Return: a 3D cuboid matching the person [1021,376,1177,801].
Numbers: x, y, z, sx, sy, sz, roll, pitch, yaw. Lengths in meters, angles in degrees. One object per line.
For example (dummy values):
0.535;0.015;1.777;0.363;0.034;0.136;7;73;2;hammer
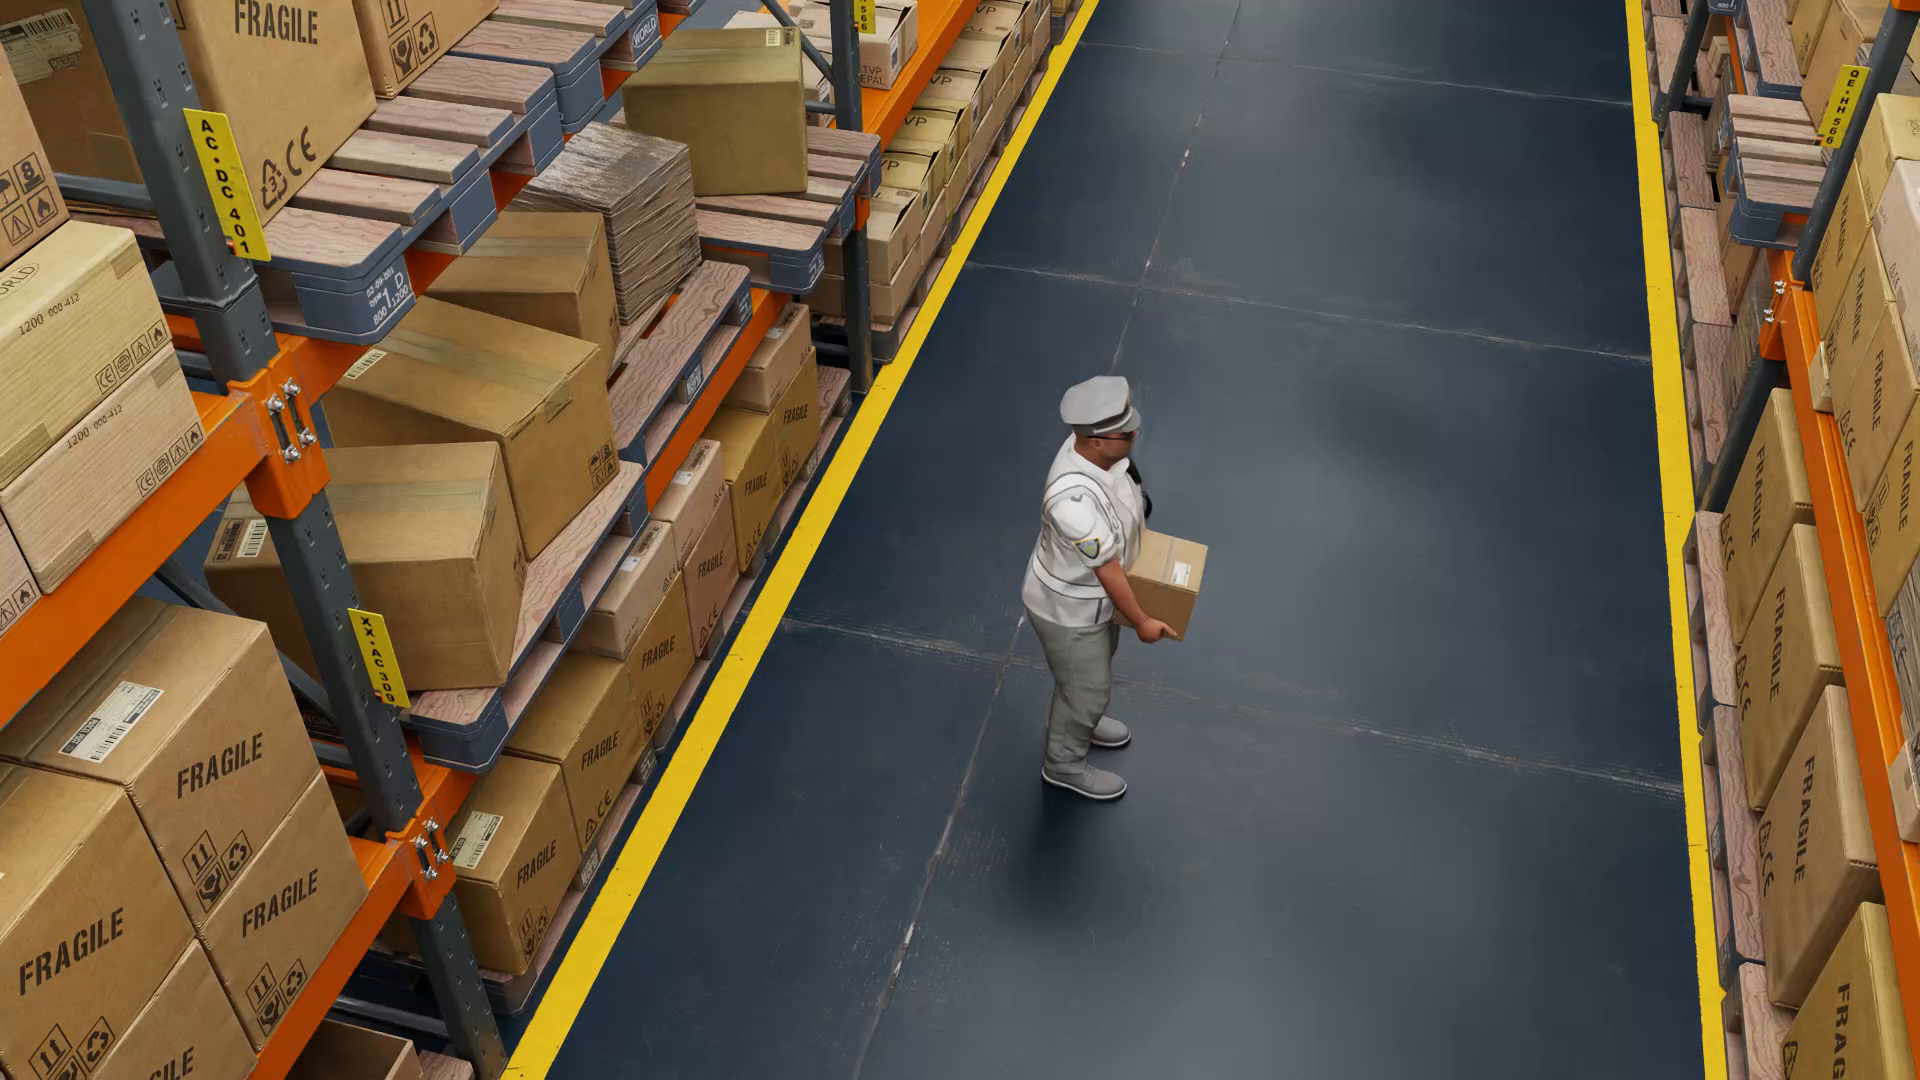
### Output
0.513;0.185;5.931;0.570;1.768;0.490;9;42;11;person
